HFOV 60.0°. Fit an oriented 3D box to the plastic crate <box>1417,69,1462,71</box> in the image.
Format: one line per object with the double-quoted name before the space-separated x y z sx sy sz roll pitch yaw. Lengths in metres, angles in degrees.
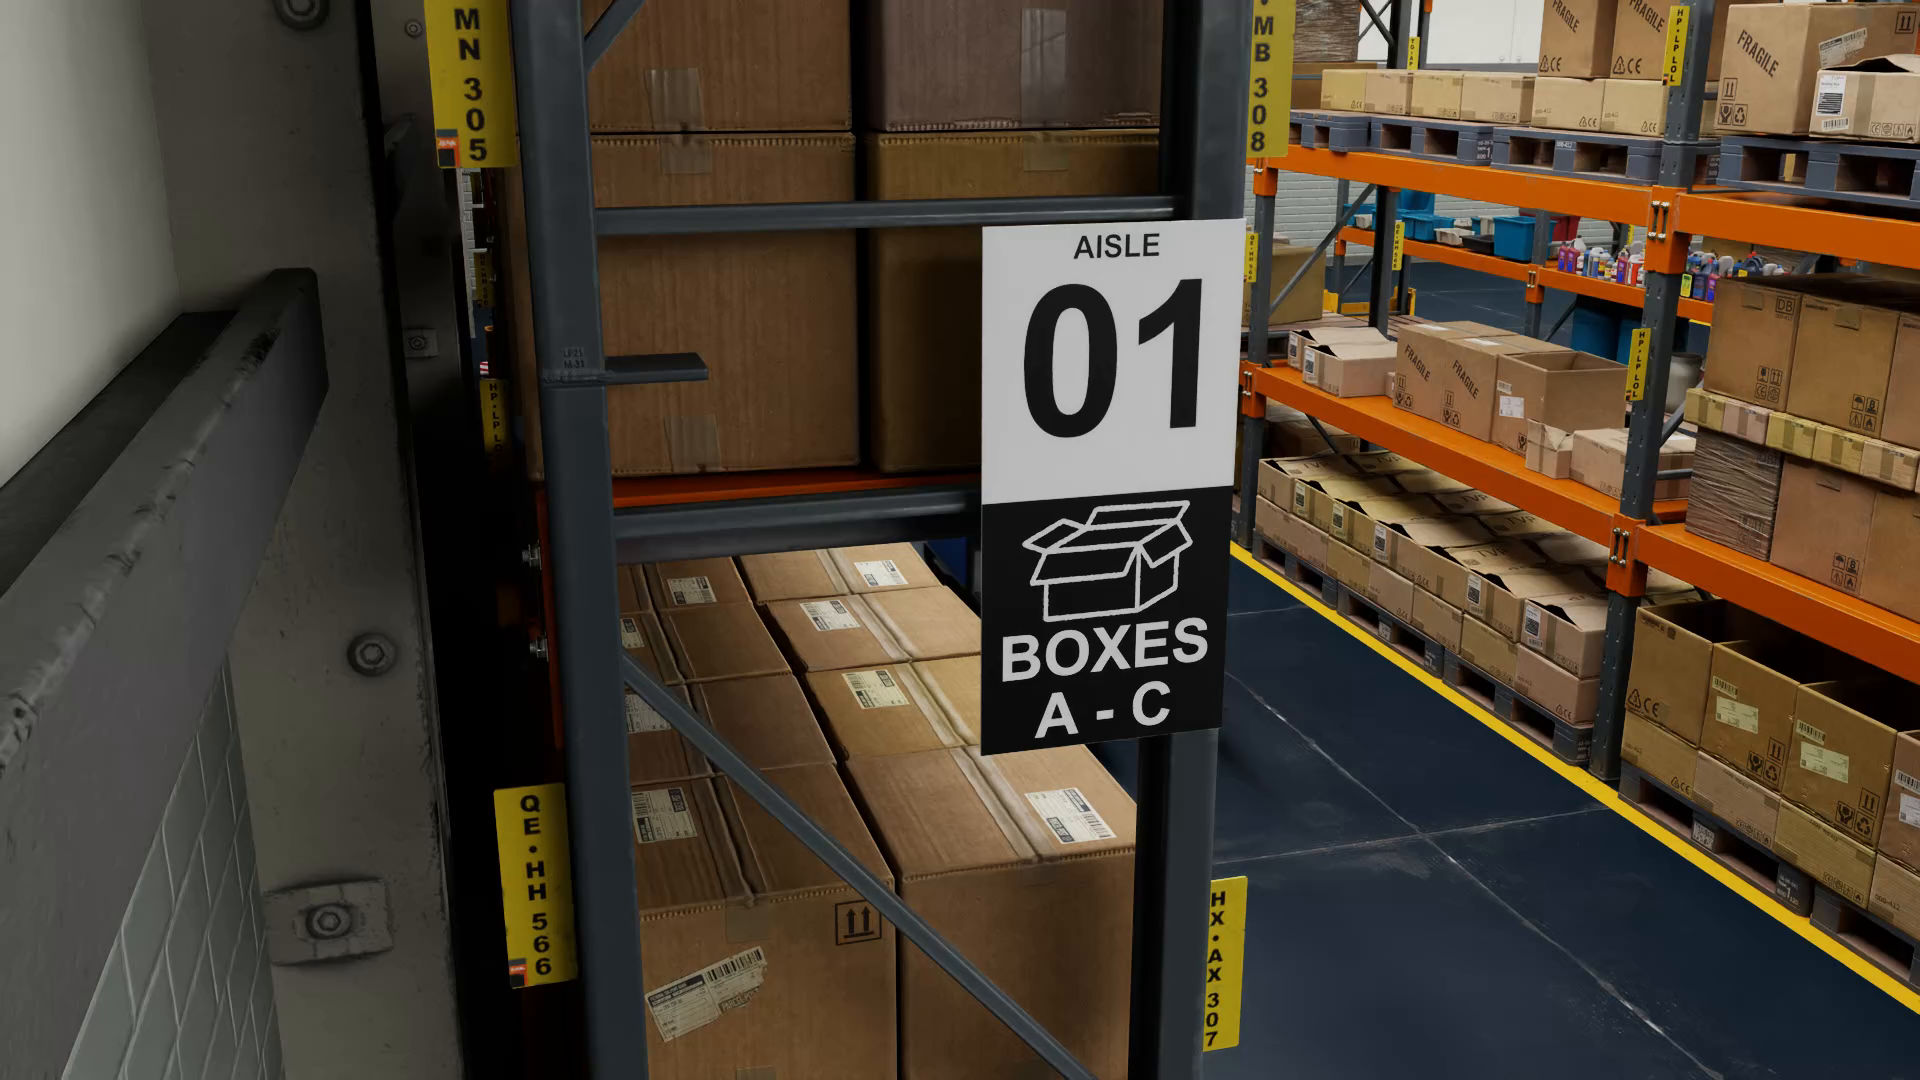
"plastic crate" 5.196 -4.990 18.245 0.504 0.338 0.767 -5 17 -15

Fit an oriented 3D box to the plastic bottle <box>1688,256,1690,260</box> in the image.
"plastic bottle" 6.683 -2.521 15.353 0.097 0.271 0.097 0 17 0

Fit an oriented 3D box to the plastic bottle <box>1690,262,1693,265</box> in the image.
"plastic bottle" 6.417 -2.304 14.633 0.097 0.271 0.097 0 17 0

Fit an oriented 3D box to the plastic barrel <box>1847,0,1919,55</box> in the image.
"plastic barrel" 7.086 -3.815 12.749 0.600 0.830 0.708 -5 17 -15

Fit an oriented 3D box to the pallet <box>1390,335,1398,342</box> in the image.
"pallet" 5.562 -2.124 18.657 1.003 0.211 1.213 -5 17 -15

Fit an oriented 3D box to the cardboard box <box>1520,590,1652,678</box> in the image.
"cardboard box" 3.188 0.440 8.348 0.500 0.311 0.500 -5 17 -15

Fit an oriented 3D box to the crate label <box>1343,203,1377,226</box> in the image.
"crate label" 4.792 -3.882 19.848 0.416 0.233 0.303 -5 17 -15

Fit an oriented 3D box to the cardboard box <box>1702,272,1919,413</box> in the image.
"cardboard box" 3.703 -0.865 7.188 0.700 0.500 0.500 -5 17 -15

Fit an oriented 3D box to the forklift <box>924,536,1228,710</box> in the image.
"forklift" 0.636 -0.739 9.317 1.130 2.935 3.031 -4 17 -14

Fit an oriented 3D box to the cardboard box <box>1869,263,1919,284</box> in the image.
"cardboard box" 10.798 -2.685 18.641 0.875 0.875 0.875 -5 17 -15

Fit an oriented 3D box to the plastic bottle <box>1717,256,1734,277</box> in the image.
"plastic bottle" 6.899 -2.436 15.065 0.152 0.276 0.135 -5 17 -15

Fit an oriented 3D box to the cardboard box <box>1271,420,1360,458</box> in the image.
"cardboard box" 2.625 -0.586 12.270 0.500 0.500 0.500 -4 17 -13

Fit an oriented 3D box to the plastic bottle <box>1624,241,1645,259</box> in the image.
"plastic bottle" 6.559 -2.778 16.203 0.152 0.276 0.135 -5 17 -15

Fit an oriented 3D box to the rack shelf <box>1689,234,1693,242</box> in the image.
"rack shelf" 10.353 -3.521 19.712 1.077 0.370 4.000 -5 17 -15

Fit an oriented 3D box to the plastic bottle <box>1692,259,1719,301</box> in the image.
"plastic bottle" 6.400 -2.233 14.257 0.144 0.351 0.185 -5 17 -15

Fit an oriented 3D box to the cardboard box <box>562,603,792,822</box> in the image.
"cardboard box" -0.697 0.488 4.035 0.500 0.500 0.500 -5 17 -17

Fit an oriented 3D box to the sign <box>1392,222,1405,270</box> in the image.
"sign" 3.008 -2.024 11.462 0.100 0.325 0.005 -5 17 -15

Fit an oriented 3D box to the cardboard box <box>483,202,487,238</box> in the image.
"cardboard box" -3.510 -2.549 13.195 0.500 0.250 0.500 -4 17 -14

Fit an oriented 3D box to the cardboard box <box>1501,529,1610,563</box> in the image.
"cardboard box" 3.425 0.113 9.435 0.500 0.311 0.500 -5 18 -17

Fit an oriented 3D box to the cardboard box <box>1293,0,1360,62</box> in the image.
"cardboard box" 2.362 -3.509 11.293 0.500 0.500 0.500 -5 17 -15

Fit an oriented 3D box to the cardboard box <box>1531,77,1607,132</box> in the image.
"cardboard box" 3.261 -2.207 8.401 0.500 0.250 0.500 -6 18 -21

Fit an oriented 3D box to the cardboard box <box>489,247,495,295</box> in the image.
"cardboard box" -2.660 -1.696 10.353 0.500 0.250 0.500 -4 17 -14

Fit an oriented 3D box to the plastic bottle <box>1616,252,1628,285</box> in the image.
"plastic bottle" 6.075 -2.485 15.212 0.061 0.283 0.133 -5 17 -15

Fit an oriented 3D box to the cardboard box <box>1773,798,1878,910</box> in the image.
"cardboard box" 3.676 1.228 6.701 0.500 0.250 0.500 -5 17 -15

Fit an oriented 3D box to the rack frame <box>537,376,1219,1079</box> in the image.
"rack frame" -0.088 1.181 2.805 1.000 3.000 0.127 -5 17 -15

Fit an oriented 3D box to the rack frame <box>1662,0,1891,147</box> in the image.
"rack frame" 3.575 -3.191 6.933 1.000 3.000 0.127 -5 17 -15

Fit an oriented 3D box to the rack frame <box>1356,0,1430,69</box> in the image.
"rack frame" 5.041 -6.901 19.283 1.000 3.000 0.127 -5 17 -15

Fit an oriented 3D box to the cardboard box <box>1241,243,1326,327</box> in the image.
"cardboard box" 2.194 -1.838 11.955 0.700 0.500 0.500 -12 20 -34

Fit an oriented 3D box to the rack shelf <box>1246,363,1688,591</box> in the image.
"rack shelf" 3.025 -0.526 9.741 1.077 0.370 4.000 -5 17 -15

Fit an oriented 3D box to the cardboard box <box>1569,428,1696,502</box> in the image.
"cardboard box" 3.397 -0.379 8.259 0.500 0.250 0.500 -4 17 -12

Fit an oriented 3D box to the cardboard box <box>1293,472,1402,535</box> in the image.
"cardboard box" 2.490 -0.264 10.693 0.500 0.311 0.500 -5 17 -17

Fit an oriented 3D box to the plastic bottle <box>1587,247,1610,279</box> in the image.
"plastic bottle" 6.001 -2.602 15.617 0.152 0.276 0.135 -5 17 -15

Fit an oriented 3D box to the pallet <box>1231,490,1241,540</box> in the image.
"pallet" 2.307 -0.298 12.578 1.003 0.211 1.213 -5 17 -15

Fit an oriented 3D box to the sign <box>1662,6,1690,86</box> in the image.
"sign" 3.056 -2.107 7.093 0.100 0.325 0.005 -5 17 -15

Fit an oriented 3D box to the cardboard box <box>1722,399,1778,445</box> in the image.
"cardboard box" 3.532 -0.517 7.159 0.380 0.149 0.250 -4 17 -14

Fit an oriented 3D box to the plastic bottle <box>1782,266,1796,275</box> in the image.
"plastic bottle" 7.157 -2.227 14.356 0.061 0.283 0.133 -5 17 -15

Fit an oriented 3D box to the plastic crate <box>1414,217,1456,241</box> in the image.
"plastic crate" 5.236 -3.435 18.359 0.416 0.233 0.300 -5 17 -15

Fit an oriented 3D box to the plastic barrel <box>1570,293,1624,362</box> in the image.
"plastic barrel" 6.273 -1.966 16.199 0.600 0.901 0.708 -5 17 -15

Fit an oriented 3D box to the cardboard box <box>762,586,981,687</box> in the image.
"cardboard box" -0.192 0.448 4.170 0.500 0.500 0.500 -5 18 -17

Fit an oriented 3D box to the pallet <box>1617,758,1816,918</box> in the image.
"pallet" 3.753 1.241 7.454 1.003 0.211 1.213 -5 17 -15

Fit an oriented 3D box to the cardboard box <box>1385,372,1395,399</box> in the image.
"cardboard box" 2.880 -0.956 10.356 0.380 0.149 0.250 -3 17 -11

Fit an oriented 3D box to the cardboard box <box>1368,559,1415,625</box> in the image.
"cardboard box" 2.765 0.284 9.843 0.500 0.250 0.500 -4 17 -14

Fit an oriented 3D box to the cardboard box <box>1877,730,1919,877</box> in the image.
"cardboard box" 3.815 1.007 6.133 0.500 0.500 0.500 -5 17 -15

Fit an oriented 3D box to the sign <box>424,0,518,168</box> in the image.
"sign" -0.627 -0.641 2.119 0.100 0.325 0.005 -5 17 -15

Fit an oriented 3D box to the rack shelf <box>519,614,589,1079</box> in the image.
"rack shelf" -0.638 0.973 4.750 1.077 0.370 4.000 -5 17 -15

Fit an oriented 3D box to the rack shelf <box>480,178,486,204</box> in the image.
"rack shelf" -2.836 -2.677 11.686 1.077 0.370 4.000 -5 17 -15

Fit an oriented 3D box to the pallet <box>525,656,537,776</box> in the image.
"pallet" -1.741 0.857 8.732 1.003 0.211 1.213 -5 17 -15

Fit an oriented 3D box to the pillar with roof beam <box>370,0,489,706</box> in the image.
"pillar with roof beam" 1.378 -3.817 9.017 9.100 9.000 0.400 -5 17 -15

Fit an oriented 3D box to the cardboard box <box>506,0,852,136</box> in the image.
"cardboard box" -0.458 -0.890 2.541 0.500 0.500 0.500 -4 17 -13

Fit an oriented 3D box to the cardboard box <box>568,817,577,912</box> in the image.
"cardboard box" -0.698 0.848 4.140 0.500 0.250 0.500 -5 17 -16
